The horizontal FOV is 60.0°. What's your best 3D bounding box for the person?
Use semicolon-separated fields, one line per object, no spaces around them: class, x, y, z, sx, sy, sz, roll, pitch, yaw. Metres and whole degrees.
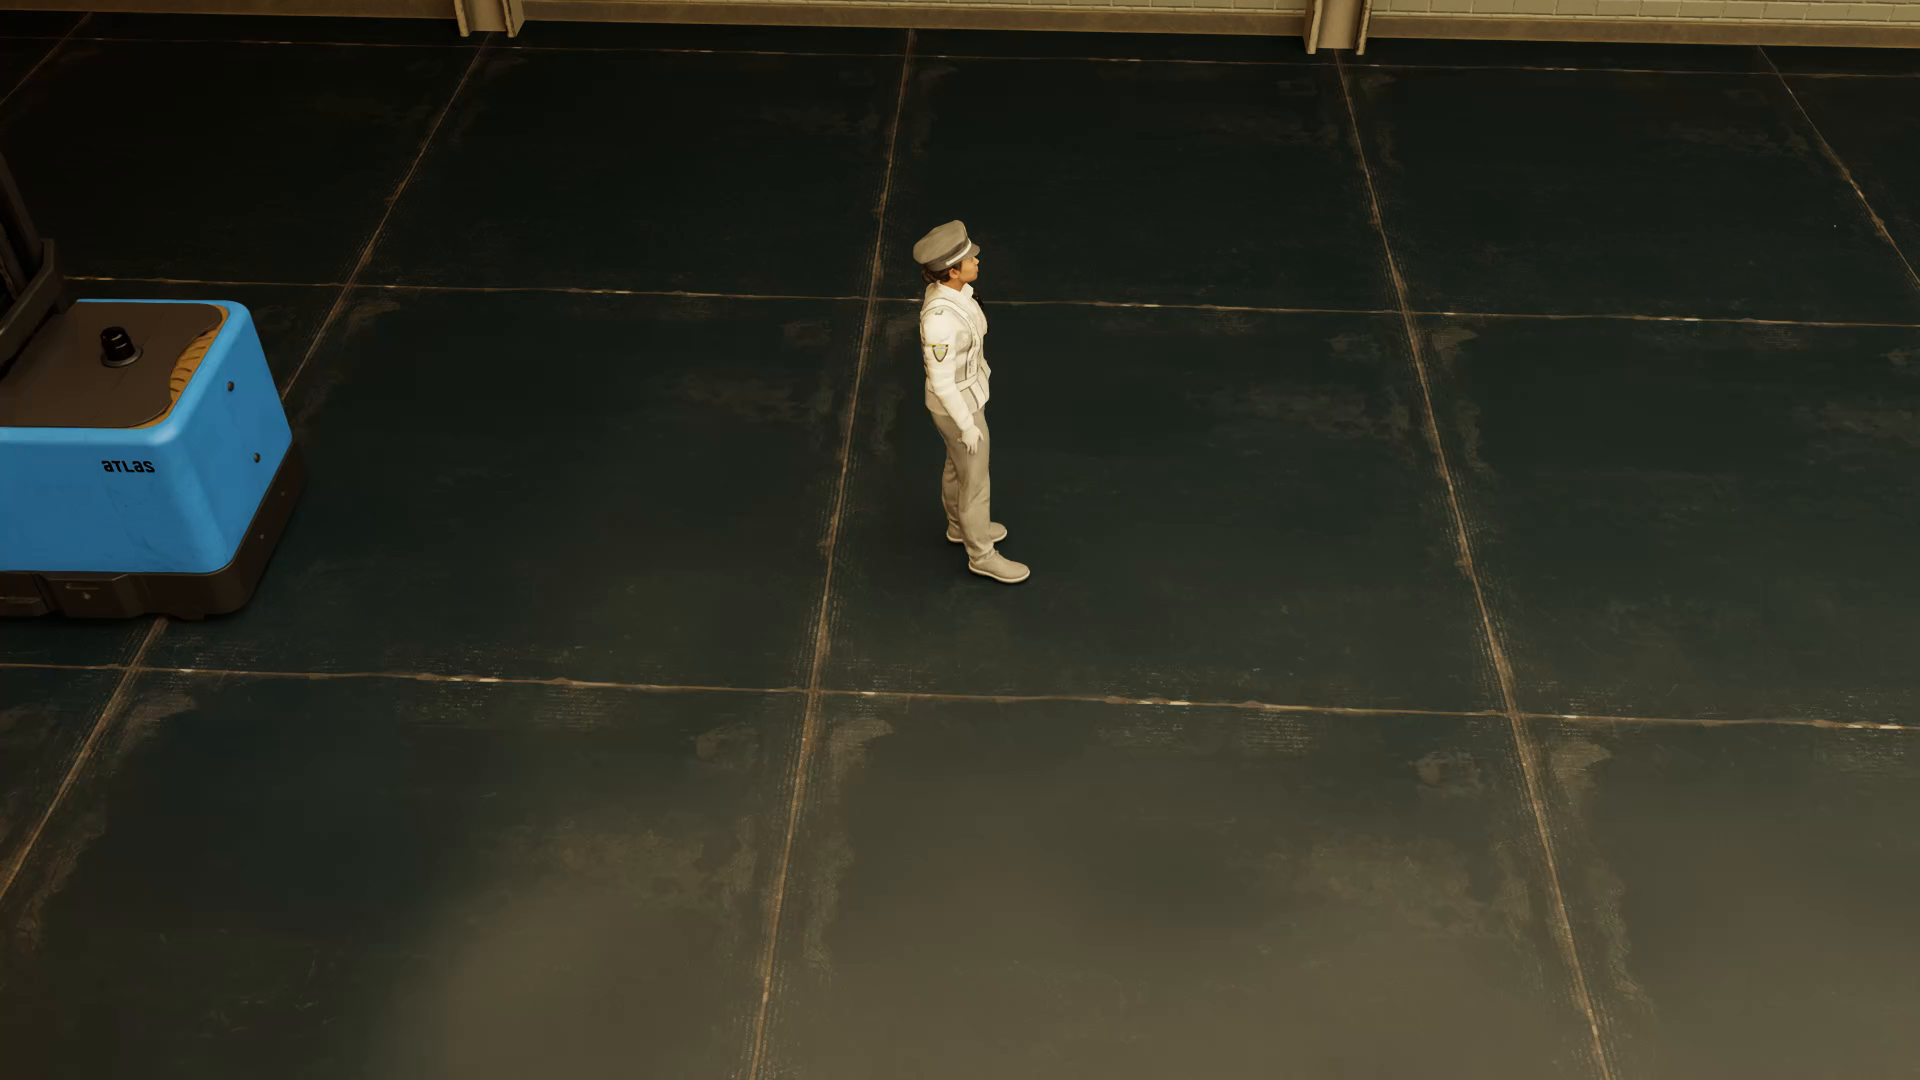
person;0.068;-0.624;7.332;0.530;1.694;0.586;2;42;2

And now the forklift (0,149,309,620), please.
forklift;-4.715;-1.071;6.916;3.031;2.935;1.130;1;42;1
